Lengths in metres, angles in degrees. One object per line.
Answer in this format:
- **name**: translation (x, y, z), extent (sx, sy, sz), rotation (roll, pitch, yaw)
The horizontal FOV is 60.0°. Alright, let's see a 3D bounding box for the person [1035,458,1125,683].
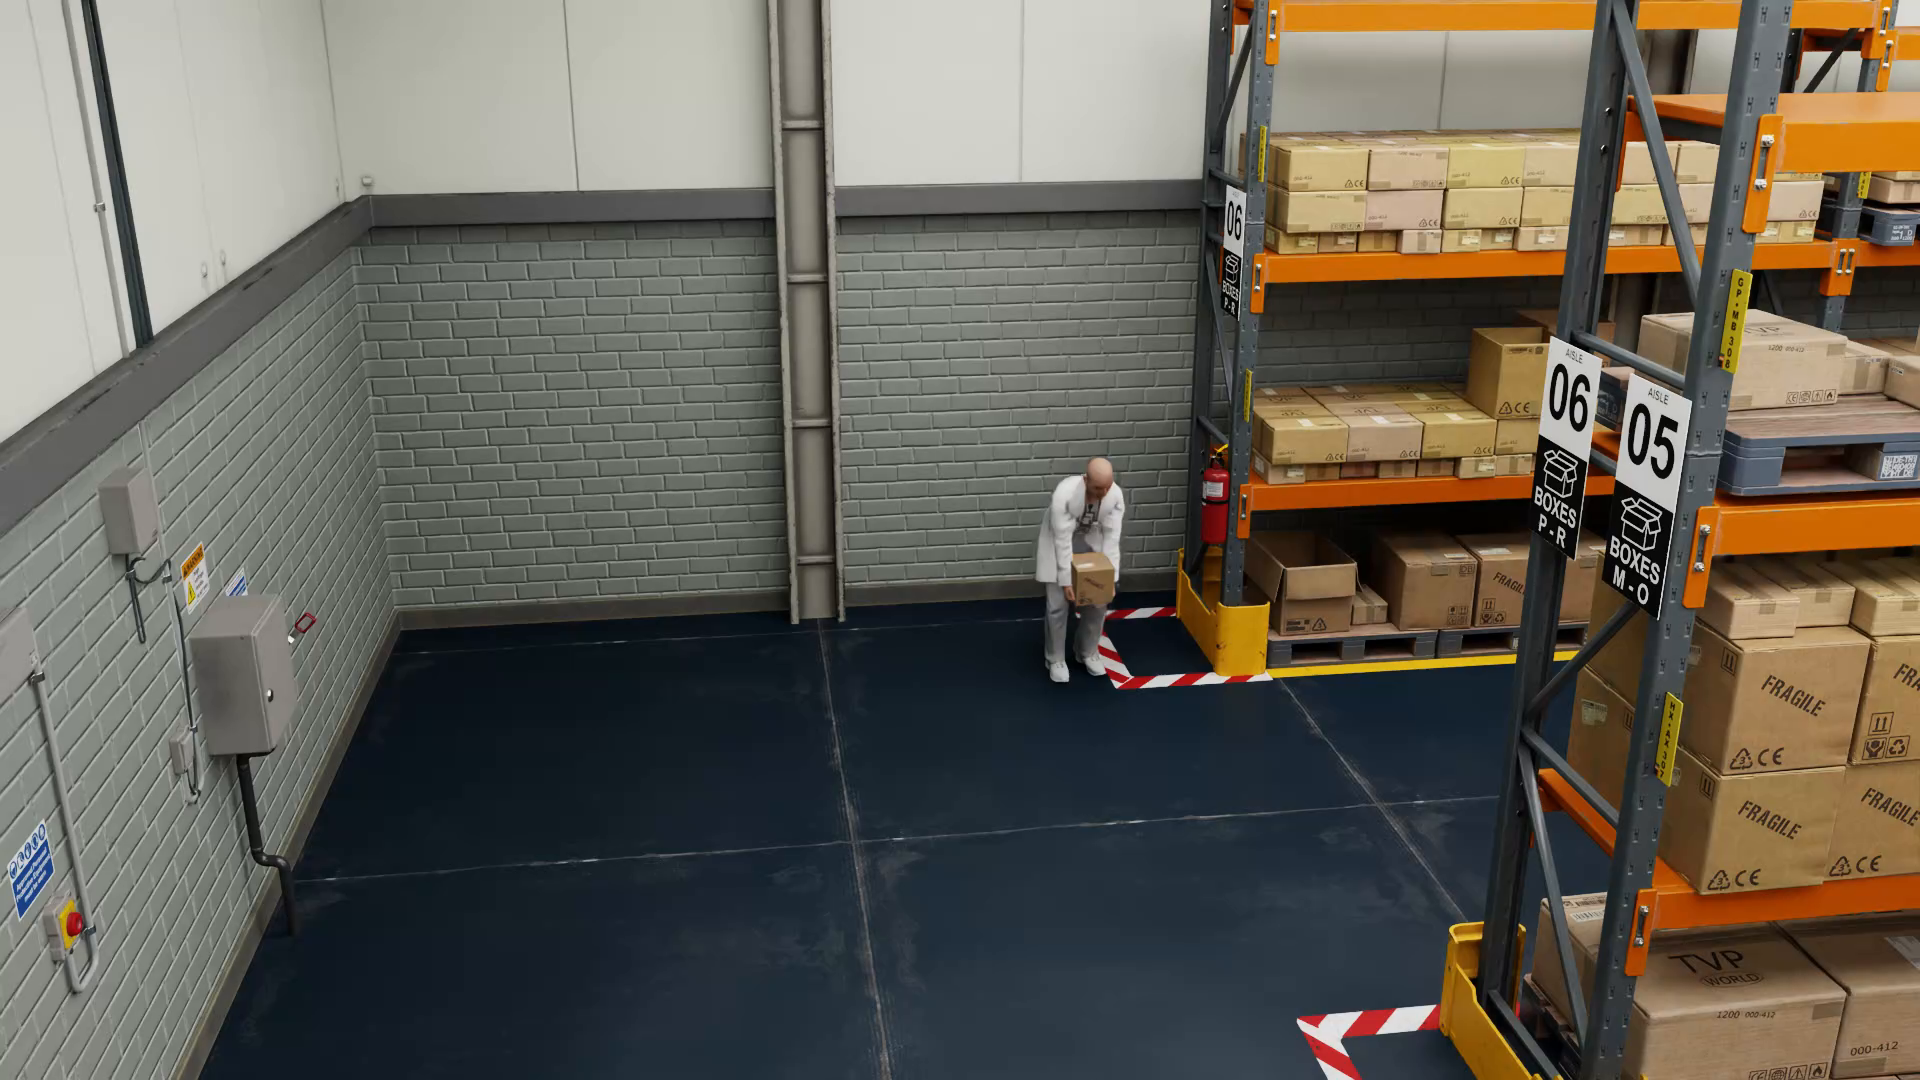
- **person**: translation (0.789, 0.169, 10.892), extent (0.546, 1.602, 0.717), rotation (-5, 20, -15)
